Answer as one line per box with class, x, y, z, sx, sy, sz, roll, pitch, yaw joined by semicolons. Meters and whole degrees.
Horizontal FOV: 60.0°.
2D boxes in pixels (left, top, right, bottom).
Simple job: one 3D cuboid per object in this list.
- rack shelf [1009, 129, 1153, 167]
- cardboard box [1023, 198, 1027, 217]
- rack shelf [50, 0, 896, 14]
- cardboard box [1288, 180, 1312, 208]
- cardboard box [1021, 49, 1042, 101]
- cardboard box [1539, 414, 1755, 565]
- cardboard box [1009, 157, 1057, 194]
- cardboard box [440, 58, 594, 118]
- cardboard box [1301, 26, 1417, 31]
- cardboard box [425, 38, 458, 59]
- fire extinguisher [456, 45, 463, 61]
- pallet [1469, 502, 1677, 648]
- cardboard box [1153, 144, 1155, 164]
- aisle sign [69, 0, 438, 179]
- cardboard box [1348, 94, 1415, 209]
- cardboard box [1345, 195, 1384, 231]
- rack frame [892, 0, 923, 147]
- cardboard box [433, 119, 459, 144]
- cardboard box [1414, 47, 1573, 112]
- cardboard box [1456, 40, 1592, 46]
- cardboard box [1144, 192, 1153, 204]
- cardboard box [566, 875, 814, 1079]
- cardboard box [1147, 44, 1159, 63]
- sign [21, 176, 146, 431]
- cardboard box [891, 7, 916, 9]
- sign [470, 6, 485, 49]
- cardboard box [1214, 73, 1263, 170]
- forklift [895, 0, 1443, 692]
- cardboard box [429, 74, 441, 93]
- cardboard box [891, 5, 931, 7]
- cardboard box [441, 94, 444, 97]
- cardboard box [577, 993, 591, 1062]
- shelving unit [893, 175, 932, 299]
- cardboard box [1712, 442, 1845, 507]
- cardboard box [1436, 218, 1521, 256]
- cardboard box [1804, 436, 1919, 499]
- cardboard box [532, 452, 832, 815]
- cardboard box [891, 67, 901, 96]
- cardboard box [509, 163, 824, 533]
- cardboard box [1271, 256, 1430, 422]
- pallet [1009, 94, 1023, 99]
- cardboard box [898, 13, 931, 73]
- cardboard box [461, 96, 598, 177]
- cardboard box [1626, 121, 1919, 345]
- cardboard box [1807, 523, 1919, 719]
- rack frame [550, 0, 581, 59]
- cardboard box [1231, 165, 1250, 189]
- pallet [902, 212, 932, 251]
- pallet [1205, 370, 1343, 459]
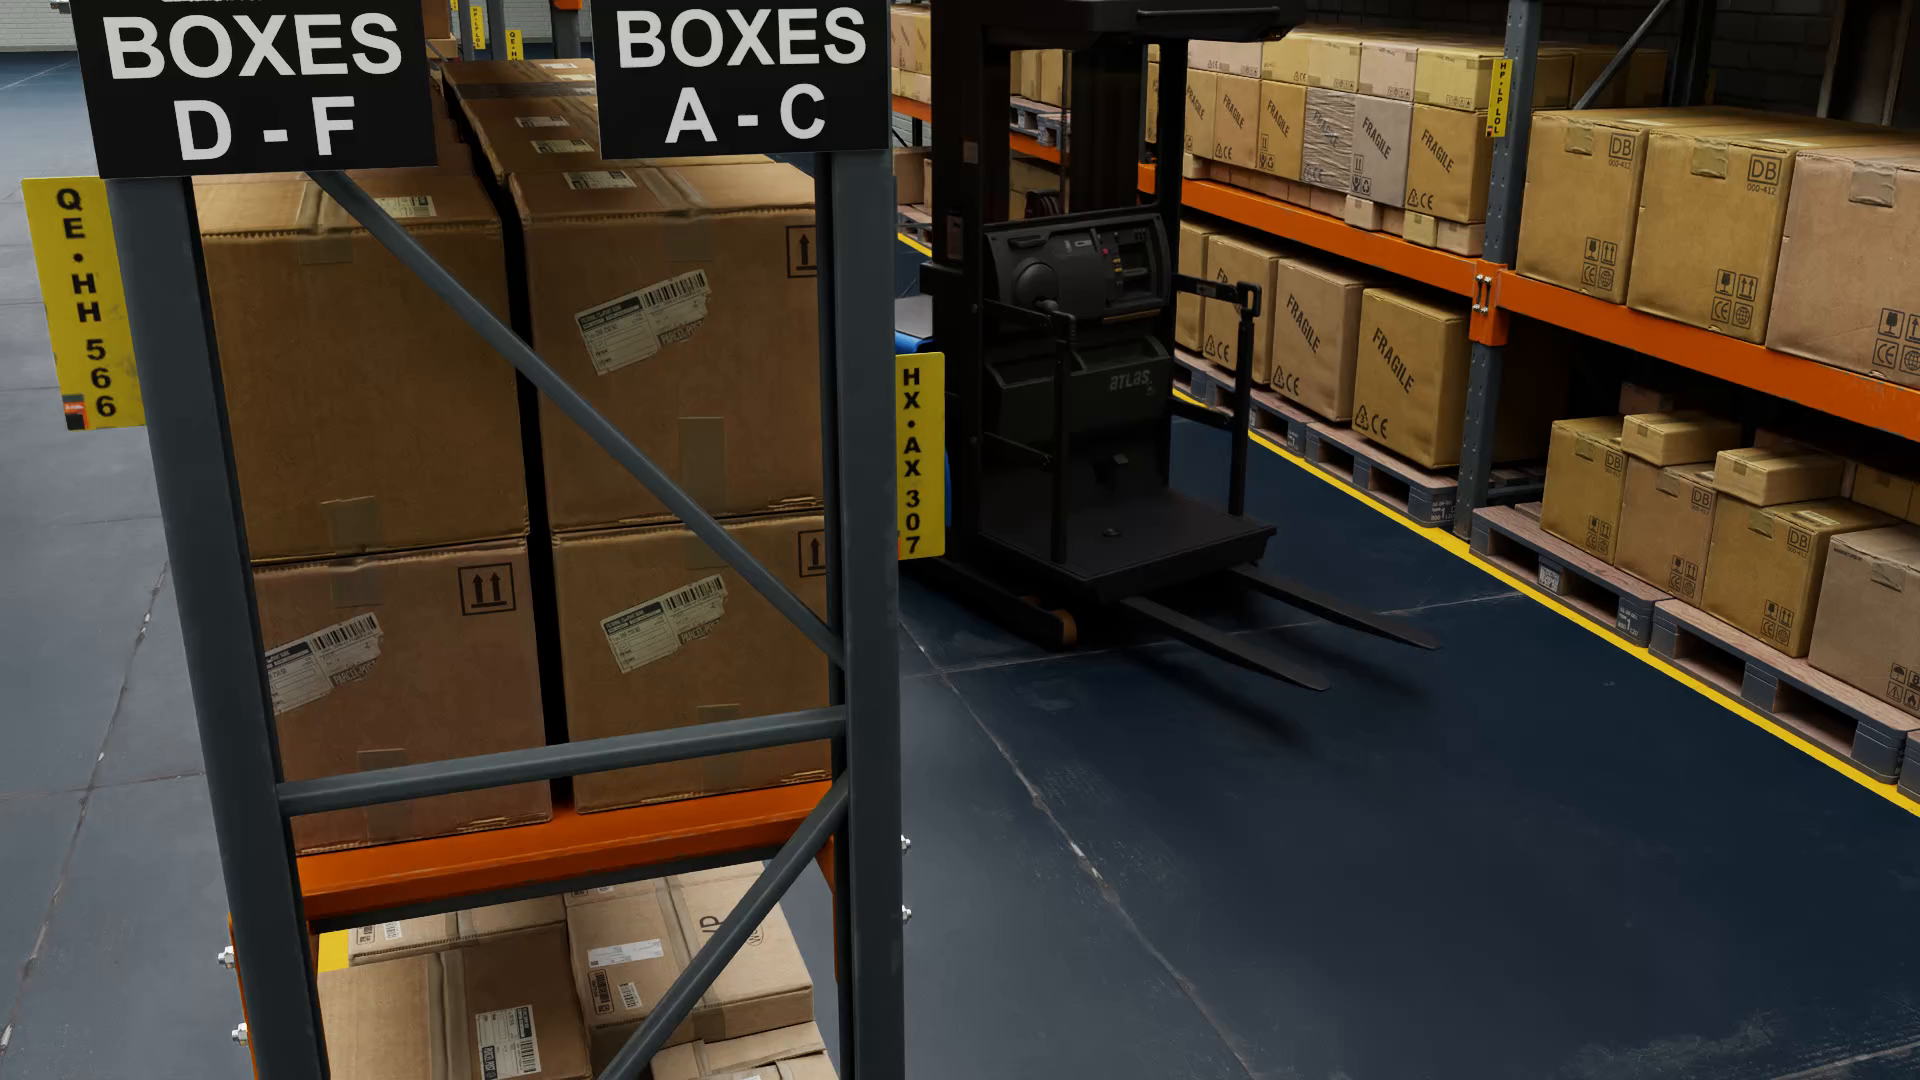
rack shelf;0.972;-3.058;13.057;1.077;0.370;4.000;-6;21;-17
cardboard box;0.922;-2.506;13.503;0.700;0.500;0.500;-6;21;-17
rack shelf;-1.215;-1.375;3.934;1.077;0.370;4.000;-6;21;-17
cardboard box;2.052;-1.939;9.221;0.380;0.149;0.250;-6;21;-15
cardboard box;0.876;-3.737;13.086;0.700;0.500;0.500;-4;20;-10
cardboard box;2.995;-0.241;7.228;0.700;0.500;0.500;-6;21;-17
cardboard box;0.732;-3.046;13.899;0.500;0.250;0.500;-7;21;-18
cardboard box;-1.439;-1.326;5.545;0.500;0.500;0.500;-6;21;-17
cardboard box;2.306;-2.855;9.700;0.500;0.250;0.500;-7;21;-19
cardboard box;-4.259;-3.970;13.424;0.380;0.149;0.250;-6;21;-17
fire extinguisher;-5.212;-4.845;17.083;0.296;0.674;0.183;-6;21;-17
pallet;3.022;0.094;7.344;1.003;0.211;1.213;-6;21;-17
cardboard box;1.484;-2.516;10.825;0.380;0.149;0.250;-7;21;-18
aisle sign;-0.856;-0.829;1.941;0.394;0.787;0.004;-6;21;-17
cardboard box;2.303;-1.952;8.295;0.500;0.500;0.500;-6;21;-17
cardboard box;2.203;-1.686;8.514;0.380;0.149;0.250;-6;21;-17
rack frame;-0.914;-5.322;18.296;1.000;3.000;0.127;-6;21;-17
cardboard box;-1.315;-0.619;3.576;0.500;0.500;0.500;-6;21;-16
cardboard box;2.468;-2.143;7.719;0.500;0.250;0.500;-6;21;-16
cardboard box;2.789;-2.363;8.331;0.500;0.250;0.500;-6;21;-17
cardboard box;1.205;-2.553;12.526;0.500;0.250;0.500;-6;21;-16
cardboard box;-0.646;1.062;3.939;0.500;0.250;0.500;-6;21;-17
cardboard box;1.507;-3.122;10.444;0.500;0.250;0.500;-6;21;-16
sign;-1.120;-0.301;2.137;0.100;0.325;0.005;-6;21;-17
cardboard box;-0.747;-5.102;16.768;0.500;0.500;0.500;-7;21;-19
sign;-3.846;-4.079;13.240;0.100;0.325;0.005;-6;21;-17
cardboard box;1.821;-2.440;9.654;0.500;0.500;0.500;-6;21;-17
forklift;0.630;-1.123;6.708;1.130;2.935;3.031;-14;24;-34
cardboard box;-1.800;-1.115;4.955;0.500;0.500;0.500;-7;21;-19
cardboard box;-0.415;-5.322;17.380;0.500;0.500;0.500;-6;21;-16
cardboard box;-2.458;-1.749;7.578;0.700;0.500;0.500;-12;23;-31
cardboard box;-1.033;1.179;3.738;0.380;0.166;0.250;-6;21;-17
shelving unit;-0.427;-1.065;8.663;0.538;1.500;1.048;-6;21;-16
cardboard box;3.094;-0.250;6.292;0.380;0.149;0.250;-7;21;-19
cardboard box;2.482;-1.441;7.832;0.380;0.149;0.250;-6;21;-17
cardboard box;3.468;-0.280;6.375;0.380;0.149;0.250;-6;21;-17
cardboard box;-0.476;0.123;2.990;0.500;0.500;0.500;-6;21;-16
cardboard box;-0.415;-4.417;15.970;0.500;0.250;0.500;-7;21;-18
cardboard box;-0.476;-0.348;2.821;0.500;0.500;0.500;-6;21;-16
cardboard box;2.248;-1.137;9.203;0.750;0.750;0.750;-6;21;-16
pallet;0.445;-3.687;14.029;1.003;0.211;1.213;-6;21;-17
cardboard box;-0.261;-4.608;15.393;0.500;0.500;0.500;-7;21;-18
cardboard box;-0.960;-0.839;4.188;0.500;0.500;0.500;-7;21;-18
cardboard box;3.237;-1.202;6.381;0.980;0.700;0.700;-7;21;-19
cardboard box;3.484;0.255;5.845;0.700;0.500;0.500;-7;21;-19
rack frame;-1.844;-0.944;6.106;1.000;3.000;0.127;-6;21;-17
cardboard box;1.844;-2.190;9.917;0.380;0.149;0.250;-6;21;-16
pallet;0.098;-2.938;15.783;1.003;0.211;1.213;-6;21;-17
pallet;2.156;-0.791;9.805;1.003;0.211;1.213;-6;21;-17
